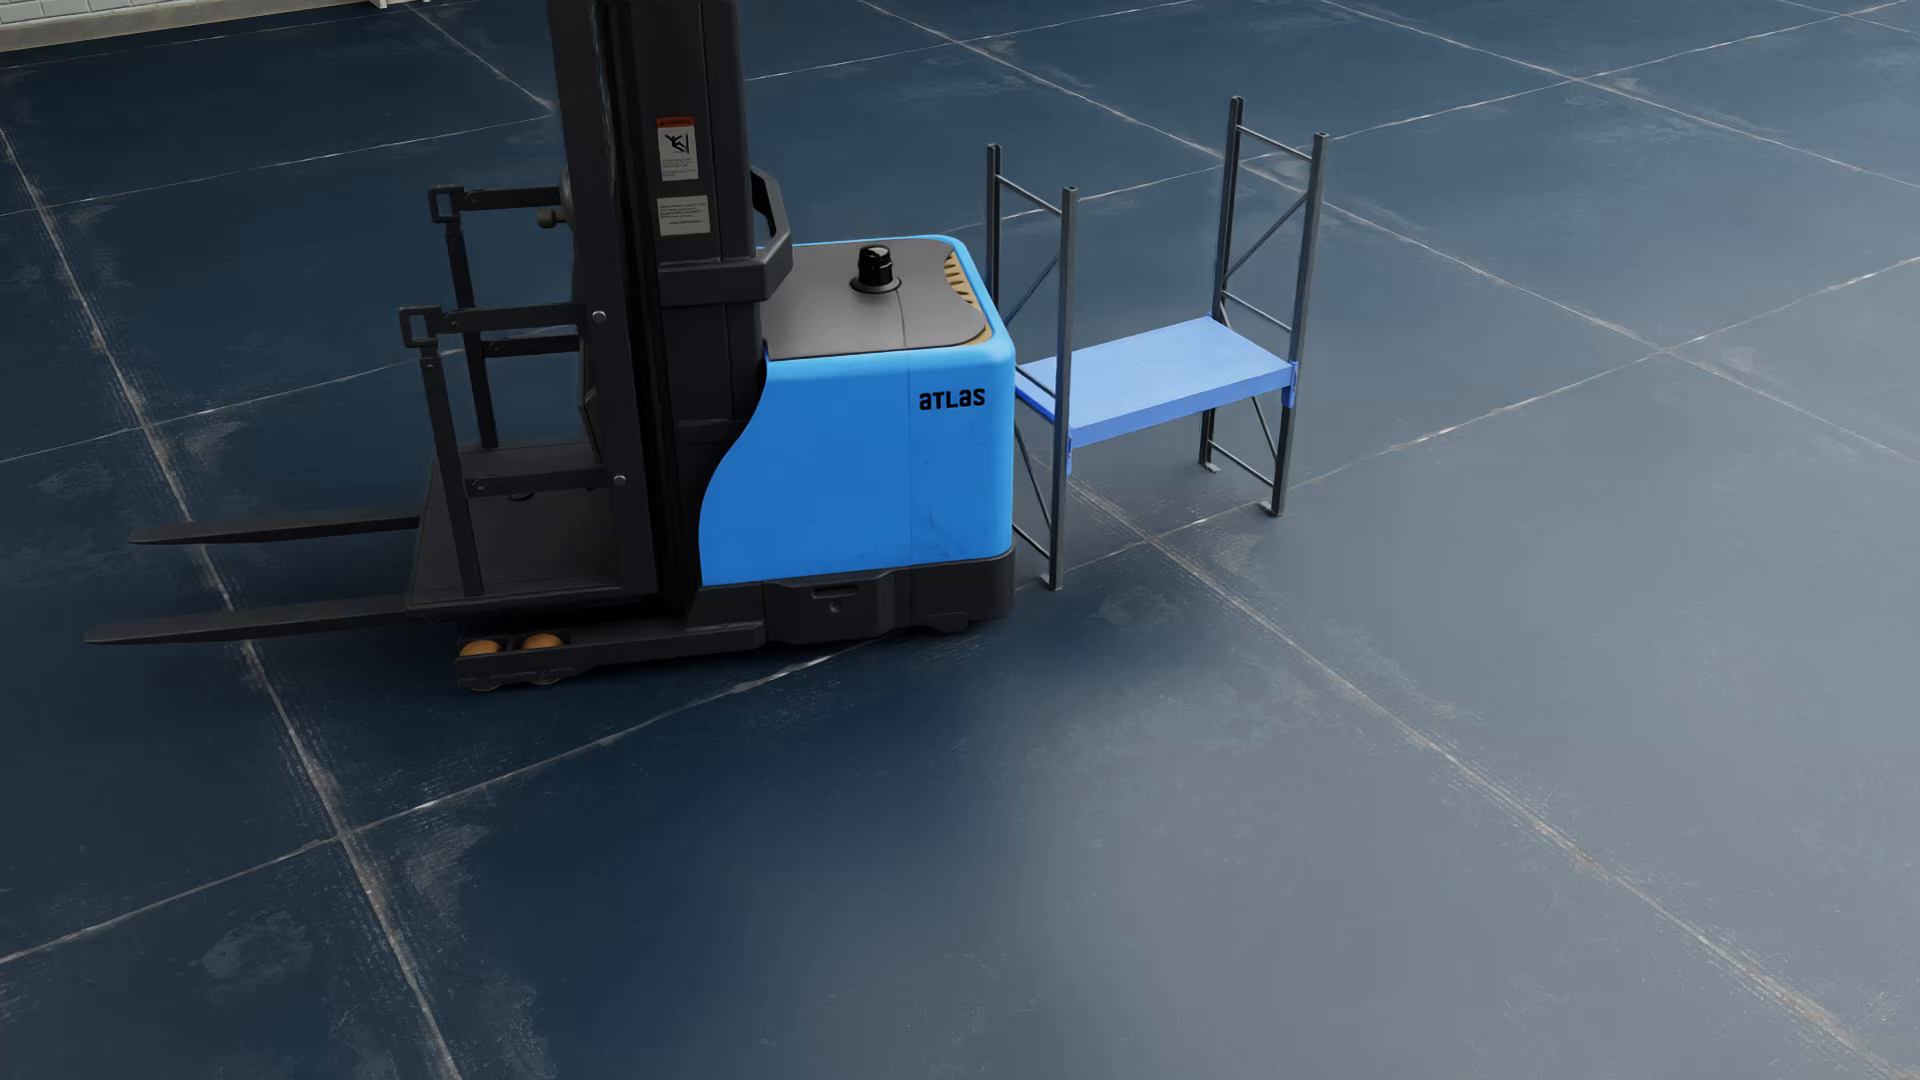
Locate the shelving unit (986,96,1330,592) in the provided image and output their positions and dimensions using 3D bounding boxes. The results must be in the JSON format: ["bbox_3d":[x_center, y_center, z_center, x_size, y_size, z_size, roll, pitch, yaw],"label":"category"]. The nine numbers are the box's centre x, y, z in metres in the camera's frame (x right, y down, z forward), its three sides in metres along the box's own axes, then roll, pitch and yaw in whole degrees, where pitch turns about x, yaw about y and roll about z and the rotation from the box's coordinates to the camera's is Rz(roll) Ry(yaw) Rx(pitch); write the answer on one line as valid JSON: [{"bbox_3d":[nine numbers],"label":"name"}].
[{"bbox_3d":[0.668,-0.704,5.960,1.048,1.500,0.538,-17,36,-25],"label":"shelving unit"}]

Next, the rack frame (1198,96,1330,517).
[{"bbox_3d":[1.107,-0.841,6.177,0.032,1.500,0.500,-17,36,-25],"label":"rack frame"}]

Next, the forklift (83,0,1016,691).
[{"bbox_3d":[-1.378,-1.049,5.166,3.031,2.935,1.130,-6,33,-9],"label":"forklift"}]

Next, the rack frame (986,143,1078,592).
[{"bbox_3d":[0.229,-0.567,5.744,0.032,1.500,0.500,-17,36,-25],"label":"rack frame"}]

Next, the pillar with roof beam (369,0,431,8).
[{"bbox_3d":[-2.006,-6.052,7.410,0.400,9.000,9.100,-19,37,-27],"label":"pillar with roof beam"}]

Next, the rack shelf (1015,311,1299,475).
[{"bbox_3d":[0.668,-0.552,6.056,1.000,0.185,0.538,-17,36,-25],"label":"rack shelf"}]
